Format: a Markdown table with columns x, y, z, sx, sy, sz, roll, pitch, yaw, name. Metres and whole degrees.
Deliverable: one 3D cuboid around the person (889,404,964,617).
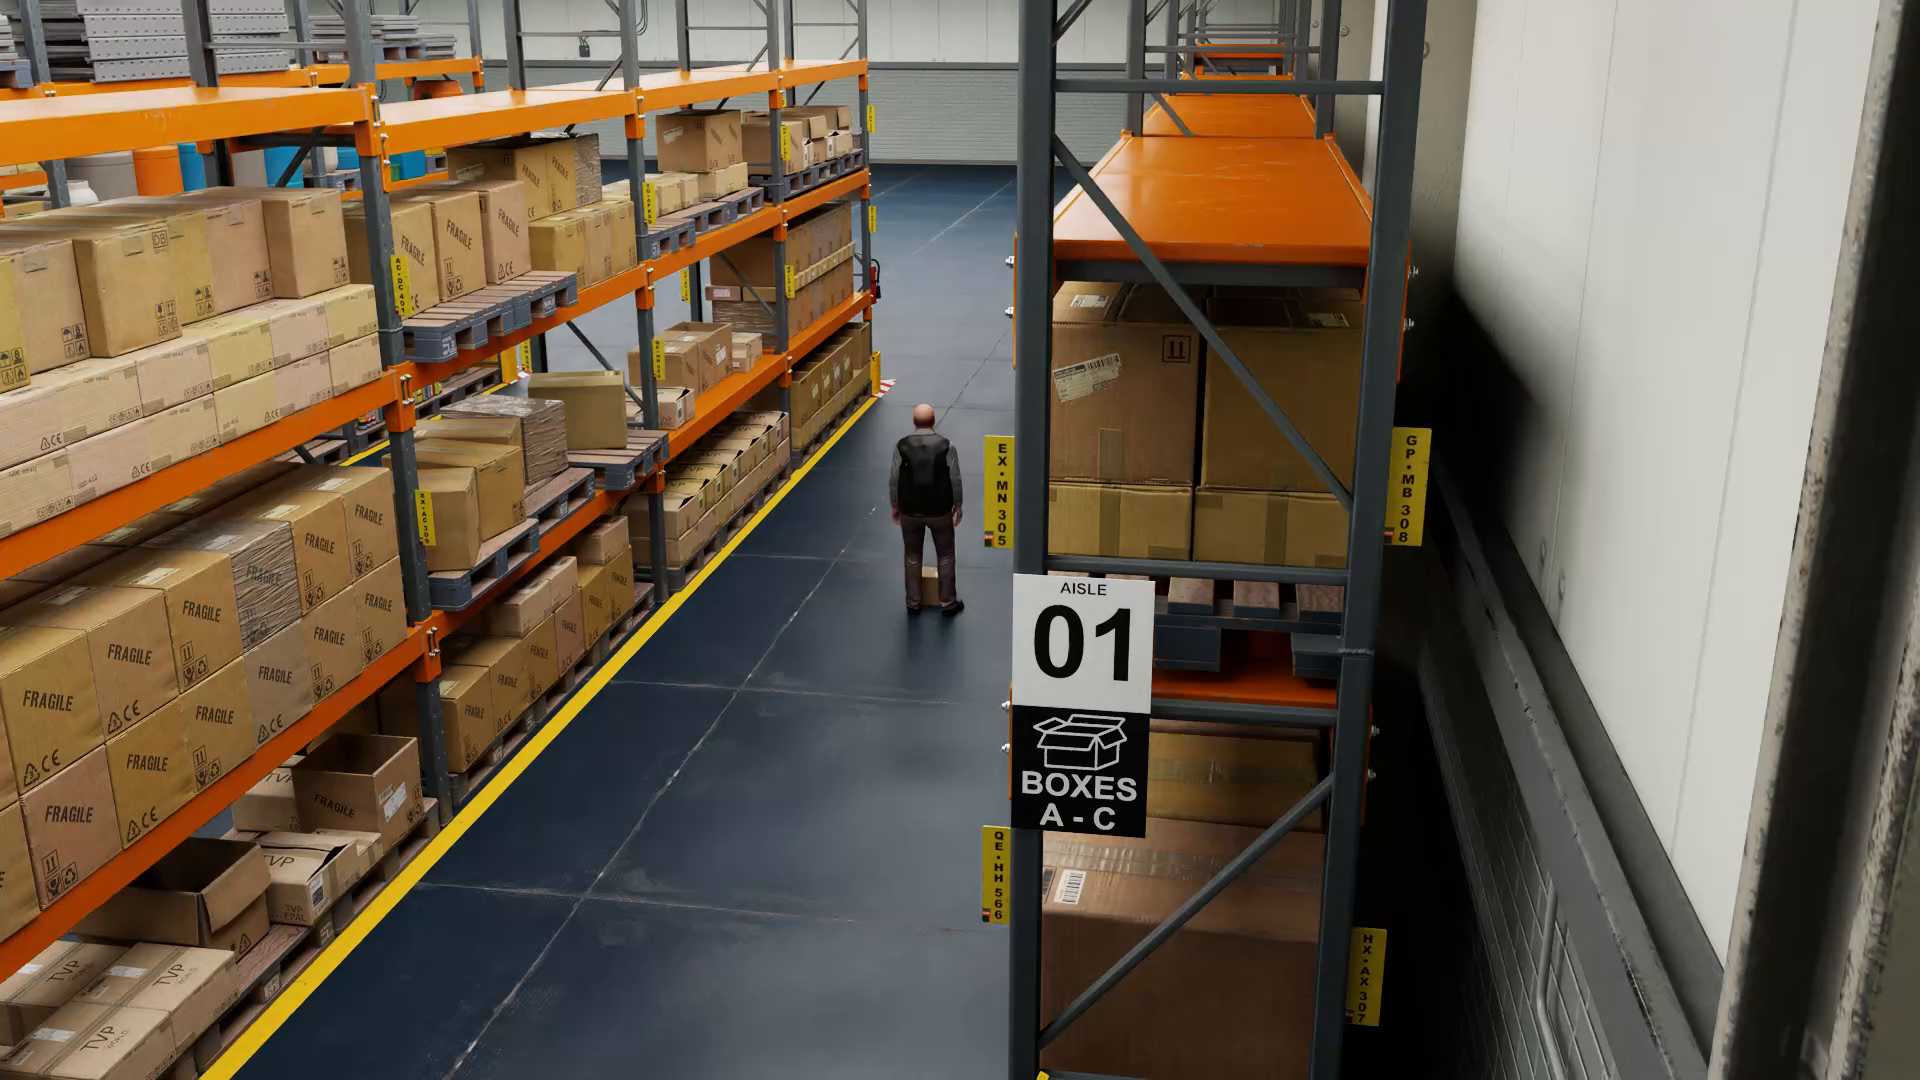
| x | y | z | sx | sy | sz | roll | pitch | yaw | name |
| --- | --- | --- | --- | --- | --- | --- | --- | --- | --- |
| -0.268 | -0.230 | 13.312 | 0.592 | 1.720 | 0.424 | 2 | 18 | 5 | person |
